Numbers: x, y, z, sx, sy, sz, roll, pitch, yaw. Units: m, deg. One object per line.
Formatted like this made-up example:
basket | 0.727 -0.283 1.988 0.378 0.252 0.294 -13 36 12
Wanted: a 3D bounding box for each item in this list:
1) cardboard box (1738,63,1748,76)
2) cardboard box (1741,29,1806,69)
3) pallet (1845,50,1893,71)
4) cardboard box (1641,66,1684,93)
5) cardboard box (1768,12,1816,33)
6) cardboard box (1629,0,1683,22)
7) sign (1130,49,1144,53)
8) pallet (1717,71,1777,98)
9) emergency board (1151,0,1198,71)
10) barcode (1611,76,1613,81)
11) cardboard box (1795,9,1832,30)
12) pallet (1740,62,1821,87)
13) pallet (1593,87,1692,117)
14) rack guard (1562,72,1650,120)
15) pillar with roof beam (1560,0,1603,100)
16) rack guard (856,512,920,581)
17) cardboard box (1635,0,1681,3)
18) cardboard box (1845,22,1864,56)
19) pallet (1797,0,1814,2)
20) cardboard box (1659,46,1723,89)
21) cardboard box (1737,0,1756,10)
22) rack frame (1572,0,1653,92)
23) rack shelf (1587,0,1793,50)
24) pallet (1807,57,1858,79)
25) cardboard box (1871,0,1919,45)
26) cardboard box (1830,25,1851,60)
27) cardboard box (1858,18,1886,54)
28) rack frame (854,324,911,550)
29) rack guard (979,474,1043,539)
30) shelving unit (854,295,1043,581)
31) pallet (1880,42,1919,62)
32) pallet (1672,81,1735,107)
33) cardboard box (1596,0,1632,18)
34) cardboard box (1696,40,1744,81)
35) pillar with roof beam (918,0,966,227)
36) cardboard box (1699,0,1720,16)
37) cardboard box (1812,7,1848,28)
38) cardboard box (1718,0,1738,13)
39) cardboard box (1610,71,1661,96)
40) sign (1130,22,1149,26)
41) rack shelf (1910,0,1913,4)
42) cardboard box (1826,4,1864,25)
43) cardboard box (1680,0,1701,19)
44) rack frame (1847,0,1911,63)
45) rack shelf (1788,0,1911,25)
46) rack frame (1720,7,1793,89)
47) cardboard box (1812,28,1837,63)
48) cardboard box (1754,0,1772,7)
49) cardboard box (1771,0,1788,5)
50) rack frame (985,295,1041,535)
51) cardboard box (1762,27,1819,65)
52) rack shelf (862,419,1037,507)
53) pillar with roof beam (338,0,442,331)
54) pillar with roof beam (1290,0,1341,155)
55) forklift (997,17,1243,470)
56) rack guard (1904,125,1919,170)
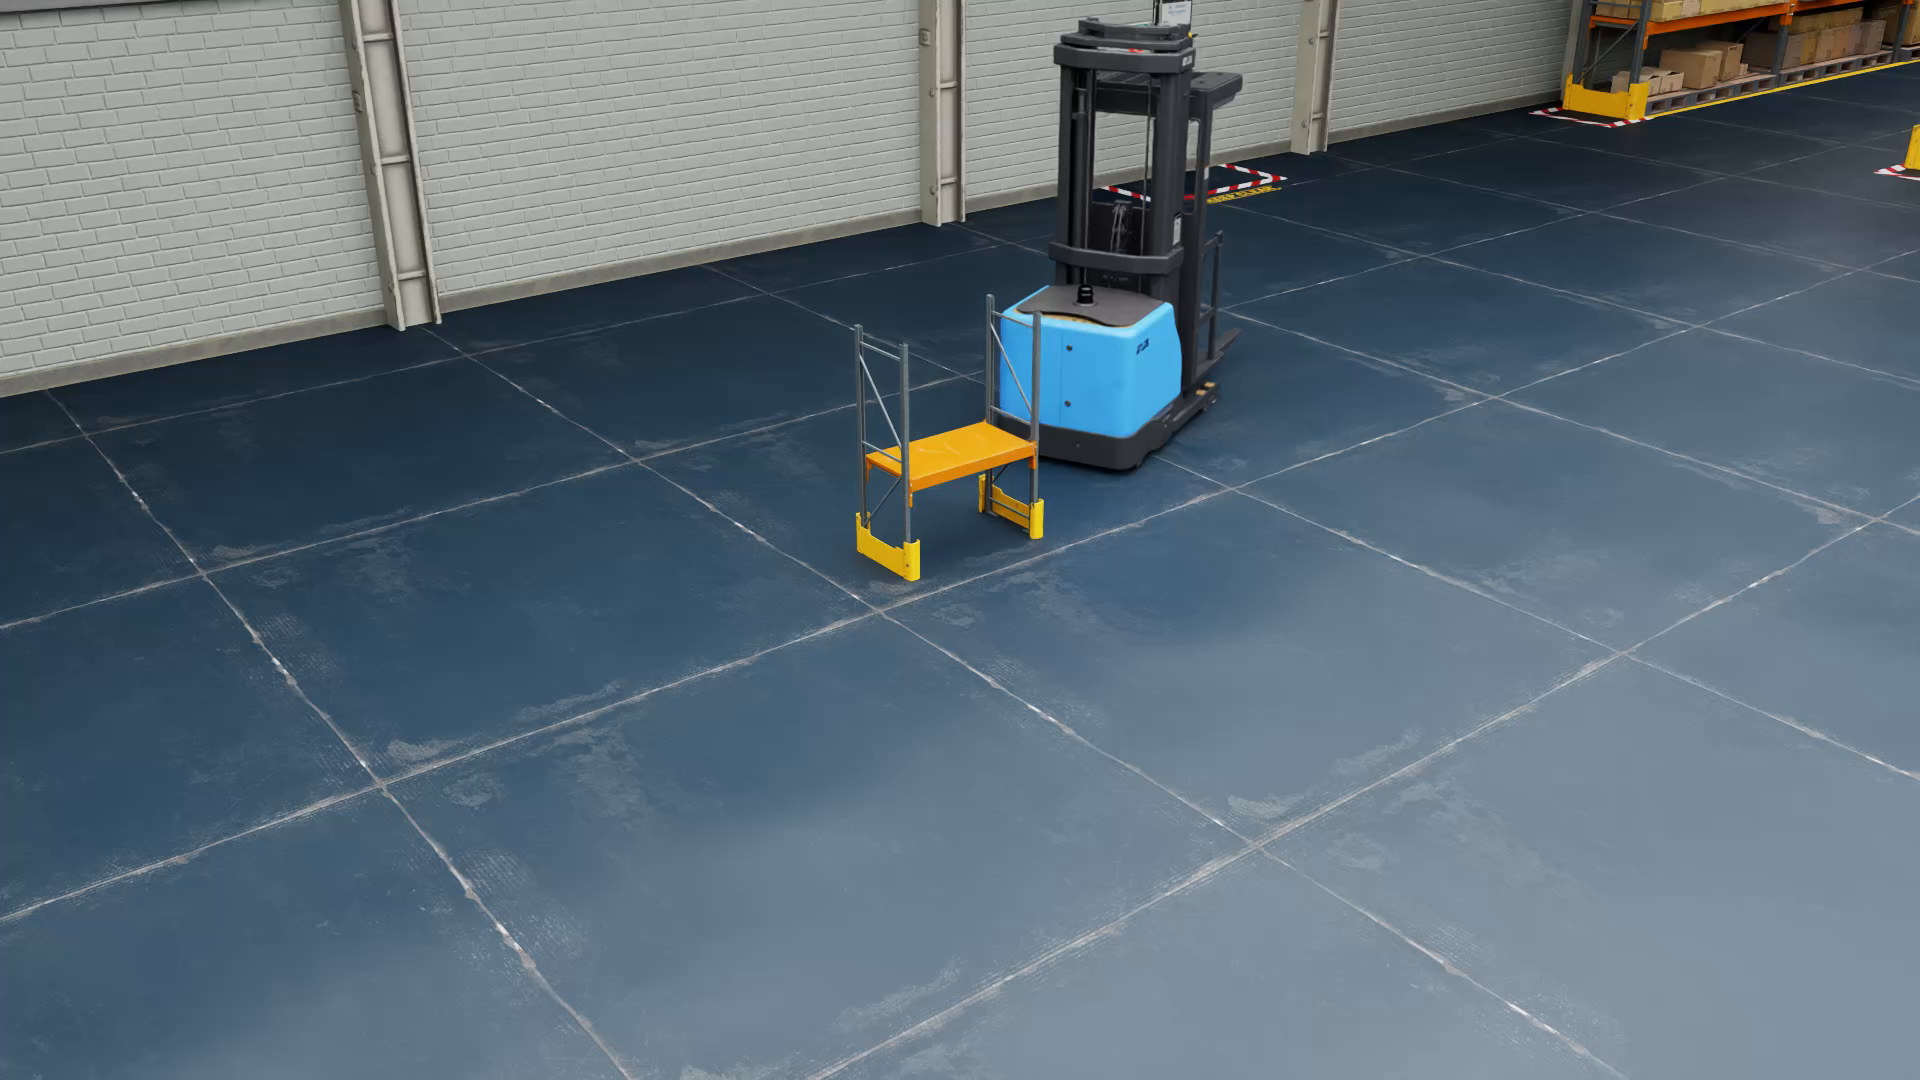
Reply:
cardboard box | 11.984 -7.327 25.818 0.380 0.166 0.250 22 33 39
cardboard box | 12.955 -7.824 26.492 0.500 0.500 0.700 -17 30 -32
pallet | 14.918 -8.133 28.025 1.213 0.211 1.003 -18 31 -34
cardboard box | 10.287 -6.801 24.512 0.500 0.311 0.500 -15 29 -30
cardboard box | 13.300 -8.280 26.583 0.500 0.250 0.500 -19 31 -35
cardboard box | 9.819 -7.485 23.470 0.500 0.250 0.500 -19 31 -35
sign | 2.067 -5.710 19.448 0.234 0.329 0.001 -18 31 -34
pallet | 11.880 -7.111 25.821 1.213 0.211 1.003 -18 31 -34
emergency board | 2.566 -5.803 19.691 0.643 1.169 0.194 -18 31 -34
barcode | 9.606 -6.794 24.486 0.075 0.075 0.001 -18 31 -34
cardboard box | 13.707 -8.416 26.877 0.500 0.250 0.500 -19 31 -35
pallet | 12.998 -7.500 26.659 1.213 0.211 1.003 -18 31 -34
pallet | 9.960 -6.477 24.455 1.213 0.211 1.003 -18 31 -34
rack guard | 9.298 -6.409 23.965 0.348 0.500 1.175 -18 31 -34
pillar with roof beam | 11.912 -9.286 20.070 0.400 9.000 9.100 -18 31 -34
rack guard | -0.452 0.036 10.376 0.087 0.250 0.587 -18 31 -34
cardboard box | 9.800 -7.828 23.318 0.500 0.500 0.500 -18 31 -34
cardboard box | 14.522 -8.367 27.662 0.500 0.500 0.700 -18 31 -34
pallet | 13.077 -8.625 25.999 1.213 0.211 1.003 -18 31 -34
cardboard box | 10.895 -7.060 24.847 0.500 0.500 0.700 -21 32 -37
cardboard box | 11.417 -8.017 24.615 0.500 0.250 0.500 -18 31 -34
rack frame | 9.239 -7.523 23.396 0.127 3.000 1.000 -18 31 -34
rack shelf | 10.812 -7.716 24.667 4.000 0.370 1.077 -18 31 -34
pallet | 13.959 -7.818 27.345 1.213 0.211 1.003 -18 31 -34
cardboard box | 16.194 -8.964 28.556 0.750 0.750 0.750 -19 31 -35
cardboard box | 14.149 -8.229 27.364 0.500 0.500 0.700 -18 31 -34
cardboard box | 15.000 -8.462 27.867 0.500 0.500 0.700 -18 30 -33
rack frame | -0.467 -0.526 10.102 0.032 1.500 0.500 -18 31 -34
rack guard | 0.332 -0.223 10.933 0.087 0.250 0.587 -18 31 -34
shelving unit | -0.060 -0.661 10.392 1.083 1.500 0.587 -18 31 -34
pallet | 16.201 -8.516 28.848 1.213 0.211 1.003 -18 31 -34
pallet | 10.919 -6.792 25.134 1.213 0.211 1.003 -18 31 -34
cardboard box | 9.487 -7.649 23.823 0.500 0.250 0.500 -18 30 -33
cardboard box | 11.594 -7.345 25.459 0.500 0.500 0.500 -21 32 -38
pillar with roof beam | 2.469 -6.169 13.353 0.400 9.000 9.100 -18 31 -34
cardboard box | 10.623 -7.755 24.052 0.500 0.250 0.500 -19 31 -35
cardboard box | 14.111 -8.540 27.144 0.500 0.250 0.500 -18 31 -34
cardboard box | 11.022 -7.886 24.333 0.500 0.250 0.500 -18 30 -34
cardboard box | 9.839 -6.653 24.193 0.500 0.311 0.500 -23 33 -40
sign | 2.076 -5.949 19.332 0.331 0.109 0.001 -18 31 -34
rack shelf | 17.108 -9.794 29.145 4.000 0.370 1.077 -18 31 -34
cardboard box | 14.512 -8.675 27.435 0.500 0.250 0.500 -18 30 -33
cardboard box | 10.218 -7.625 23.771 0.500 0.250 0.500 -19 31 -36
rack frame | 15.534 -9.601 27.874 0.127 3.000 1.000 -18 31 -34
rack shelf | 13.960 -8.755 26.906 4.000 0.370 1.077 -18 31 -34
rack frame | 12.386 -8.562 25.635 0.127 3.000 1.000 -18 31 -34
cardboard box | 13.757 -8.094 27.074 0.500 0.500 0.700 -18 30 -33
cardboard box | 11.803 -8.153 24.908 0.500 0.250 0.500 -18 30 -34
cardboard box | 12.201 -8.279 25.181 0.500 0.250 0.500 -18 30 -34
rack frame | 0.333 -0.790 10.671 0.032 1.500 0.500 -18 31 -34
cardboard box | 13.331 -7.975 26.817 0.500 0.500 0.700 -19 31 -35
rack shelf | -0.067 -0.495 10.462 1.000 0.185 0.538 -18 31 -34
pillar with roof beam | -2.252 -4.610 9.995 0.400 9.000 9.100 -18 31 -34
pillar with roof beam | 7.191 -7.728 16.711 0.400 9.000 9.100 -18 31 -34
forklift | 1.390 -2.407 12.456 1.130 2.935 3.031 12 28 25
rack guard | 12.279 -4.743 20.375 0.348 0.500 1.175 -18 31 -34
